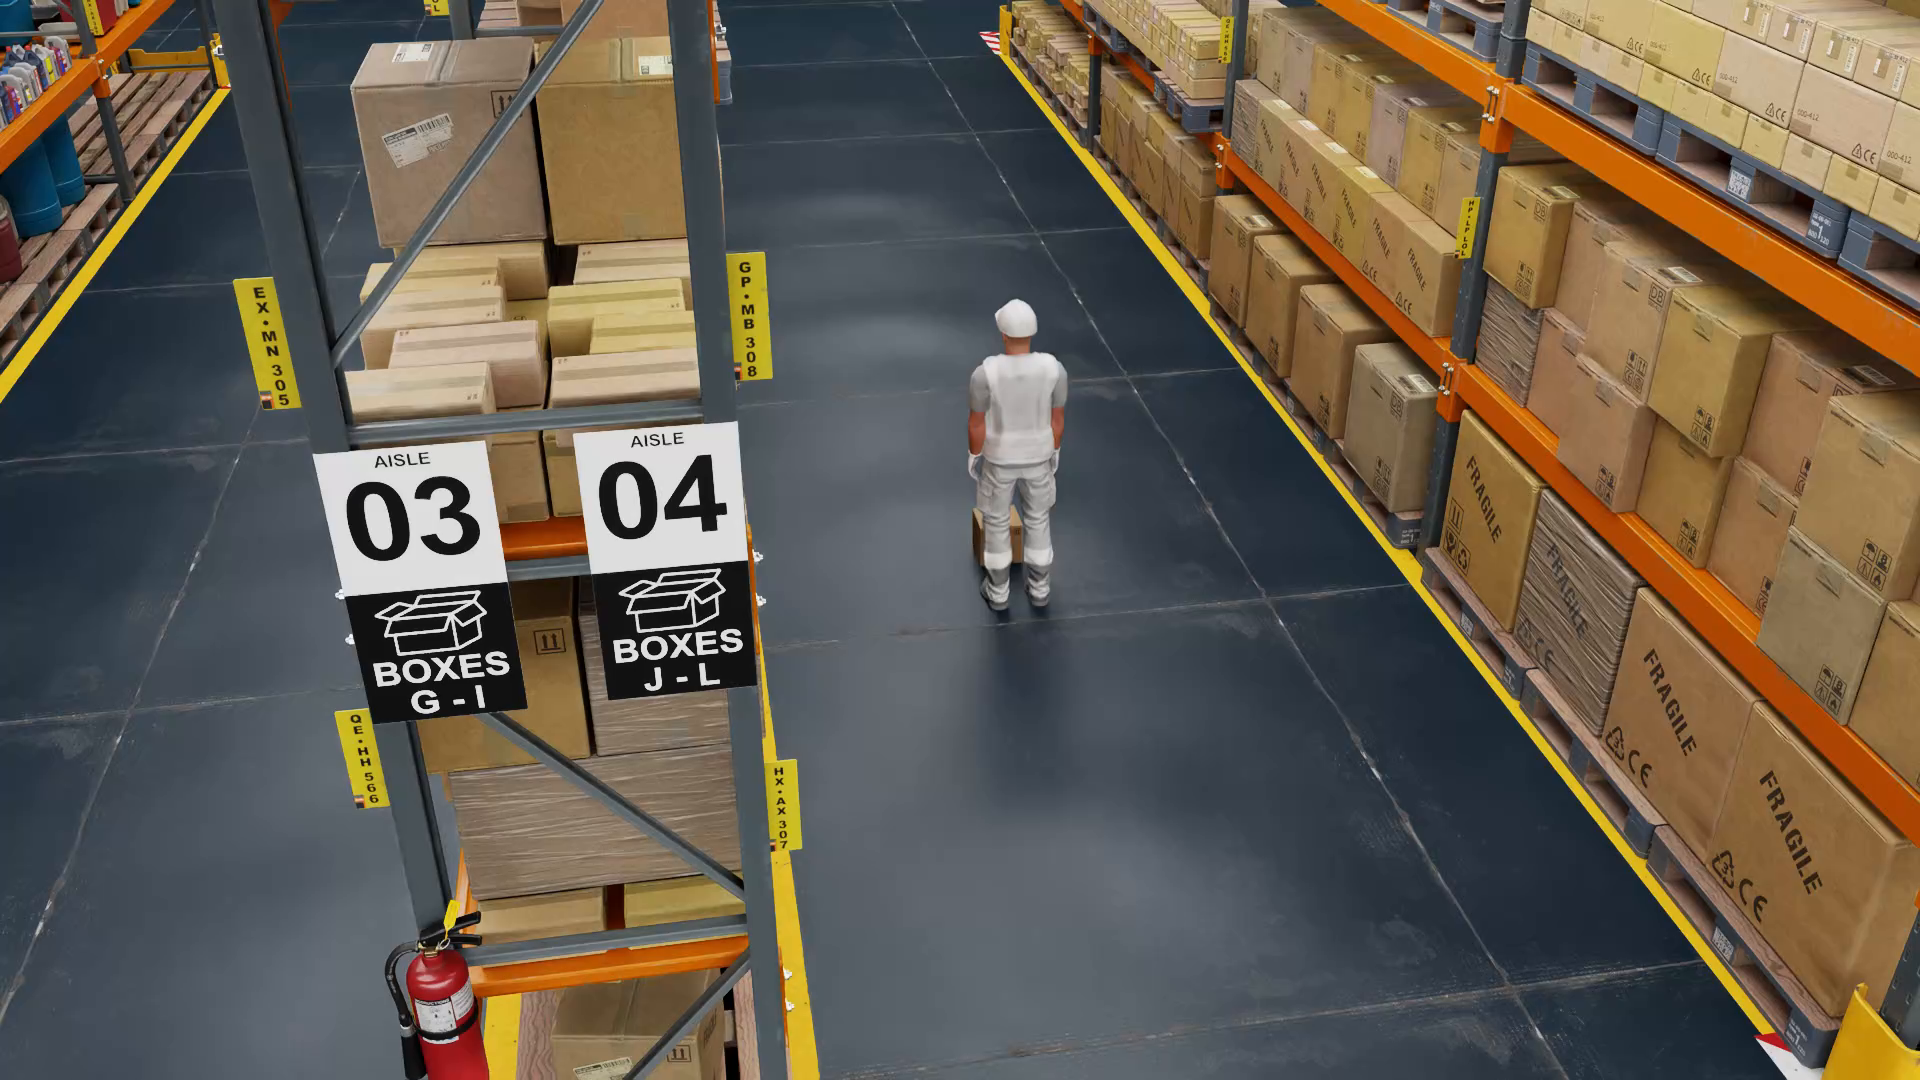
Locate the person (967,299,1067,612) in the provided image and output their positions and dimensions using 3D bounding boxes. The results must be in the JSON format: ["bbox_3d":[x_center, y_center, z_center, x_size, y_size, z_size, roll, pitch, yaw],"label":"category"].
[{"bbox_3d":[0.293,-0.446,8.876,0.524,1.785,0.340,-5,31,-8],"label":"person"}]
